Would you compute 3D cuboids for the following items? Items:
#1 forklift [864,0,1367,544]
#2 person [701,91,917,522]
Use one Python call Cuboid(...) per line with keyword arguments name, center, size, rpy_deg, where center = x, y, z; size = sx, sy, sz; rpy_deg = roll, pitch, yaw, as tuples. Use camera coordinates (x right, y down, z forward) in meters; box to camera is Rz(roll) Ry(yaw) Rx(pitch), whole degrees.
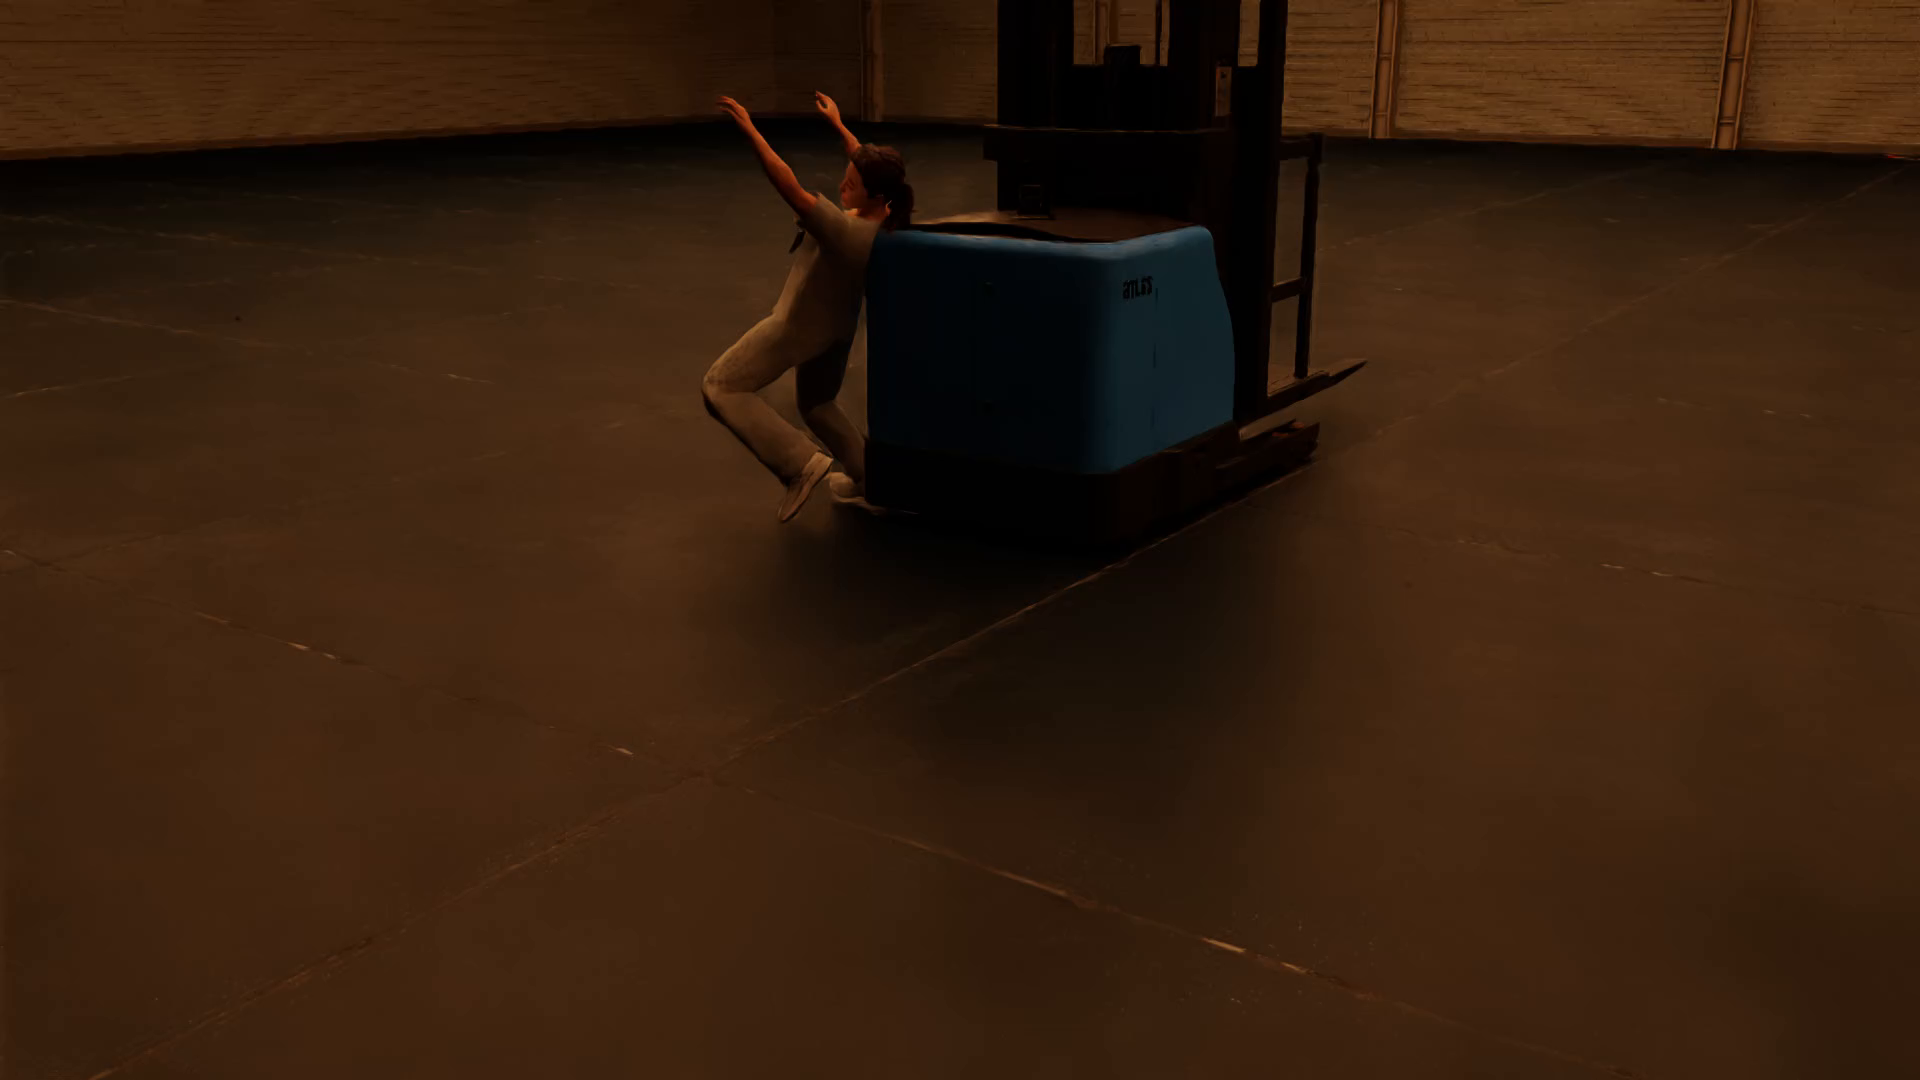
Cuboid(name="forklift", center=(0.874, -1.759, 6.716), size=(1.130, 2.935, 3.031), rpy_deg=(11, 20, 32))
Cuboid(name="person", center=(-0.525, -0.833, 6.050), size=(0.729, 1.537, 0.850), rpy_deg=(10, 19, 30))
